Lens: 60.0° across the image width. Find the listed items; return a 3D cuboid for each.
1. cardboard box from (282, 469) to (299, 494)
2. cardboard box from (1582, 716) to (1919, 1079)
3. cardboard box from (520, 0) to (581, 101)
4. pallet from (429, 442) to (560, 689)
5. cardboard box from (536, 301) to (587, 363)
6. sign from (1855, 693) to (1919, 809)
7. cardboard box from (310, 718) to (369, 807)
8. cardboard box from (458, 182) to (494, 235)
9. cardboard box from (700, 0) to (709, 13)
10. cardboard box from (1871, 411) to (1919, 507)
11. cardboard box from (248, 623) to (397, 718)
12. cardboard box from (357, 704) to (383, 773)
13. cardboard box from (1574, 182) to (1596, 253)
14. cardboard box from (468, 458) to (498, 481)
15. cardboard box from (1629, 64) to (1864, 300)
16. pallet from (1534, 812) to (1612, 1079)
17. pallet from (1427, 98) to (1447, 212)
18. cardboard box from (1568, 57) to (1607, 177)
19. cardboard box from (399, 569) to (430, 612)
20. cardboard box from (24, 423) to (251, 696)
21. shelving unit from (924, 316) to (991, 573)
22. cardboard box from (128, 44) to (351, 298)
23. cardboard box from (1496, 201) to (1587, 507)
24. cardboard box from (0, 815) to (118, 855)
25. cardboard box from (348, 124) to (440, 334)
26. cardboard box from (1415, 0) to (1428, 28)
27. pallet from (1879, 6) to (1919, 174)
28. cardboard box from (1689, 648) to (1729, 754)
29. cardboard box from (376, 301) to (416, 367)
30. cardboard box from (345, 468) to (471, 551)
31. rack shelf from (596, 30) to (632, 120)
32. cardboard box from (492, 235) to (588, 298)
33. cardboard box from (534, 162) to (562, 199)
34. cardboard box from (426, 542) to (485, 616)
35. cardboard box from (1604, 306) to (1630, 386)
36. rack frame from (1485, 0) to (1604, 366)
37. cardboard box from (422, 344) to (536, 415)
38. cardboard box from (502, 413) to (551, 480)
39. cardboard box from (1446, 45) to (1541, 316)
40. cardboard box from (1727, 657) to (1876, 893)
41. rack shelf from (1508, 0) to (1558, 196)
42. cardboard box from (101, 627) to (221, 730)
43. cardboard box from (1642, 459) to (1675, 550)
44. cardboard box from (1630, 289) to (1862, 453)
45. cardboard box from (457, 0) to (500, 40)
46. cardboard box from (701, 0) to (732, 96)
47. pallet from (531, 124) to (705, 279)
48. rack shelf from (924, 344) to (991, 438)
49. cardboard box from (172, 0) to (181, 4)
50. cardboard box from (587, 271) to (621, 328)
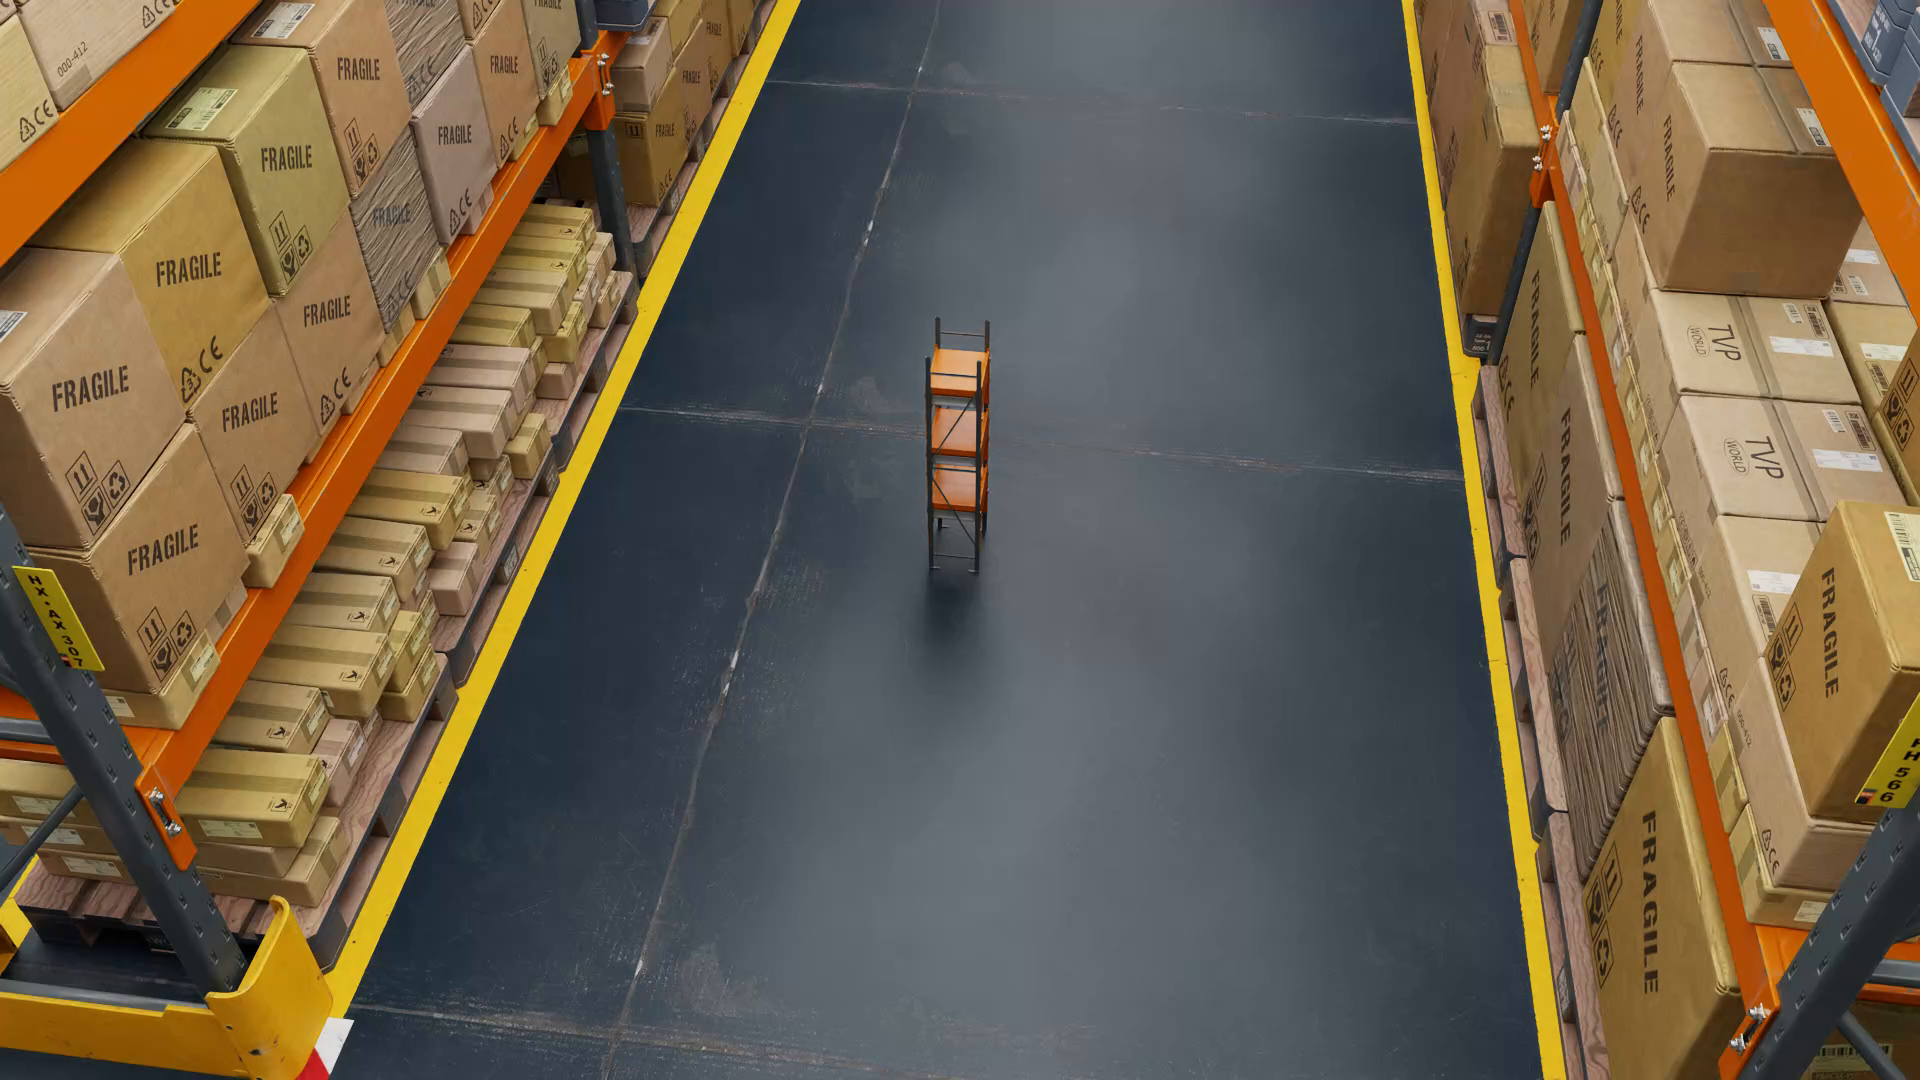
[{"bbox_3d":[-2.223,-0.199,4.961,0.380,0.149,0.250,7,44,7],"label":"cardboard box"},{"bbox_3d":[2.338,1.141,4.603,0.875,0.875,0.875,5,44,6],"label":"cardboard box"},{"bbox_3d":[-1.825,-2.070,6.465,0.500,0.500,0.500,5,44,6],"label":"cardboard box"},{"bbox_3d":[-2.254,0.027,6.568,1.003,0.211,1.213,5,44,6],"label":"pallet"},{"bbox_3d":[-1.810,-0.893,7.063,0.380,0.149,0.250,4,44,4],"label":"cardboard box"},{"bbox_3d":[1.797,0.400,3.132,0.100,0.325,0.005,5,44,6],"label":"sign"},{"bbox_3d":[-2.155,0.705,5.376,0.380,0.149,0.250,5,44,5],"label":"cardboard box"},{"bbox_3d":[-1.933,-1.250,6.071,0.380,0.149,0.250,4,44,4],"label":"cardboard box"},{"bbox_3d":[-1.542,-2.988,8.691,0.500,0.250,0.500,7,44,7],"label":"cardboard box"},{"bbox_3d":[2.796,-0.088,4.554,0.500,0.250,0.500,4,44,4],"label":"cardboard box"},{"bbox_3d":[-2.087,0.427,5.453,0.380,0.149,0.250,5,44,5],"label":"cardboard box"},{"bbox_3d":[-2.204,0.645,5.656,0.380,0.149,0.250,6,44,6],"label":"cardboard box"},{"bbox_3d":[2.424,-1.140,5.955,0.380,0.149,0.250,7,44,7],"label":"cardboard box"},{"bbox_3d":[-2.010,-0.374,6.515,0.380,0.149,0.250,3,44,4],"label":"cardboard box"},{"bbox_3d":[2.408,-1.094,5.071,0.500,0.500,0.500,4,44,4],"label":"cardboard box"},{"bbox_3d":[2.361,1.426,5.091,1.003,0.211,1.213,5,44,6],"label":"pallet"},{"bbox_3d":[3.048,-2.115,8.830,1.003,0.211,1.213,5,44,6],"label":"pallet"},{"bbox_3d":[2.540,-1.518,6.064,0.500,0.250,0.500,5,44,5],"label":"cardboard box"},{"bbox_3d":[-2.127,0.176,5.935,0.380,0.149,0.250,3,44,3],"label":"cardboard box"},{"bbox_3d":[-2.237,0.020,4.258,0.500,0.500,0.500,7,44,7],"label":"cardboard box"},{"bbox_3d":[-0.007,-0.345,6.351,0.215,1.050,0.252,5,44,6],"label":"shelving unit"},{"bbox_3d":[-2.097,-1.041,4.651,0.500,0.500,0.500,4,44,5],"label":"cardboard box"},{"bbox_3d":[2.695,-0.699,6.547,0.875,0.875,0.875,5,44,6],"label":"cardboard box"},{"bbox_3d":[-2.784,0.835,5.239,0.380,0.149,0.250,4,44,4],"label":"cardboard box"},{"bbox_3d":[-2.053,-1.027,5.364,0.500,0.500,0.500,4,44,4],"label":"cardboard box"},{"bbox_3d":[3.278,-3.399,9.399,1.225,0.875,0.875,3,44,4],"label":"cardboard box"},{"bbox_3d":[2.420,-0.598,3.083,1.003,0.211,1.213,5,44,6],"label":"pallet"},{"bbox_3d":[2.121,0.435,4.292,0.380,0.149,0.250,5,44,6],"label":"cardboard box"},{"bbox_3d":[-2.047,-0.722,5.514,0.380,0.149,0.250,7,44,7],"label":"cardboard box"},{"bbox_3d":[-2.010,-0.113,6.023,0.380,0.149,0.250,6,44,6],"label":"cardboard box"},{"bbox_3d":[-1.777,-3.382,8.664,1.077,0.370,4.000,5,44,6],"label":"rack shelf"},{"bbox_3d":[-1.825,-1.170,7.139,0.380,0.149,0.250,6,44,6],"label":"cardboard box"},{"bbox_3d":[-2.193,-2.053,8.249,0.500,0.500,0.500,4,44,5],"label":"cardboard box"},{"bbox_3d":[-2.003,0.136,6.193,0.380,0.149,0.250,3,44,3],"label":"cardboard box"},{"bbox_3d":[2.322,-0.615,5.400,0.380,0.149,0.250,6,44,6],"label":"cardboard box"},{"bbox_3d":[2.861,-1.761,6.428,1.000,3.000,0.127,5,44,6],"label":"rack frame"},{"bbox_3d":[-1.907,-0.637,6.576,0.380,0.149,0.250,3,44,3],"label":"cardboard box"},{"bbox_3d":[-1.892,-0.394,6.753,0.380,0.149,0.250,5,44,5],"label":"cardboard box"},{"bbox_3d":[2.926,-1.580,7.477,1.225,0.875,0.875,5,44,6],"label":"cardboard box"},{"bbox_3d":[2.134,0.557,3.873,0.500,0.250,0.500,5,44,5],"label":"cardboard box"},{"bbox_3d":[3.126,-2.863,8.115,1.077,0.370,4.000,5,44,6],"label":"rack shelf"},{"bbox_3d":[-2.203,0.346,4.386,0.380,0.149,0.250,5,44,5],"label":"cardboard box"},{"bbox_3d":[2.221,-0.089,4.845,0.380,0.149,0.250,5,44,6],"label":"cardboard box"},{"bbox_3d":[2.333,-0.491,4.979,0.500,0.250,0.500,5,44,6],"label":"cardboard box"},{"bbox_3d":[-1.899,-2.090,5.760,0.500,0.500,0.500,4,44,4],"label":"cardboard box"},{"bbox_3d":[-1.557,-2.724,8.958,0.500,0.500,0.500,6,44,6],"label":"cardboard box"},{"bbox_3d":[-1.940,-1.799,8.496,1.003,0.211,1.213,5,44,6],"label":"pallet"},{"bbox_3d":[-0.007,-0.543,6.163,0.215,0.259,0.240,5,44,6],"label":"rack shelf"},{"bbox_3d":[-2.128,-1.583,4.167,0.500,0.250,0.500,4,44,4],"label":"cardboard box"},{"bbox_3d":[-1.756,-1.100,7.498,0.380,0.149,0.250,6,44,6],"label":"cardboard box"}]
